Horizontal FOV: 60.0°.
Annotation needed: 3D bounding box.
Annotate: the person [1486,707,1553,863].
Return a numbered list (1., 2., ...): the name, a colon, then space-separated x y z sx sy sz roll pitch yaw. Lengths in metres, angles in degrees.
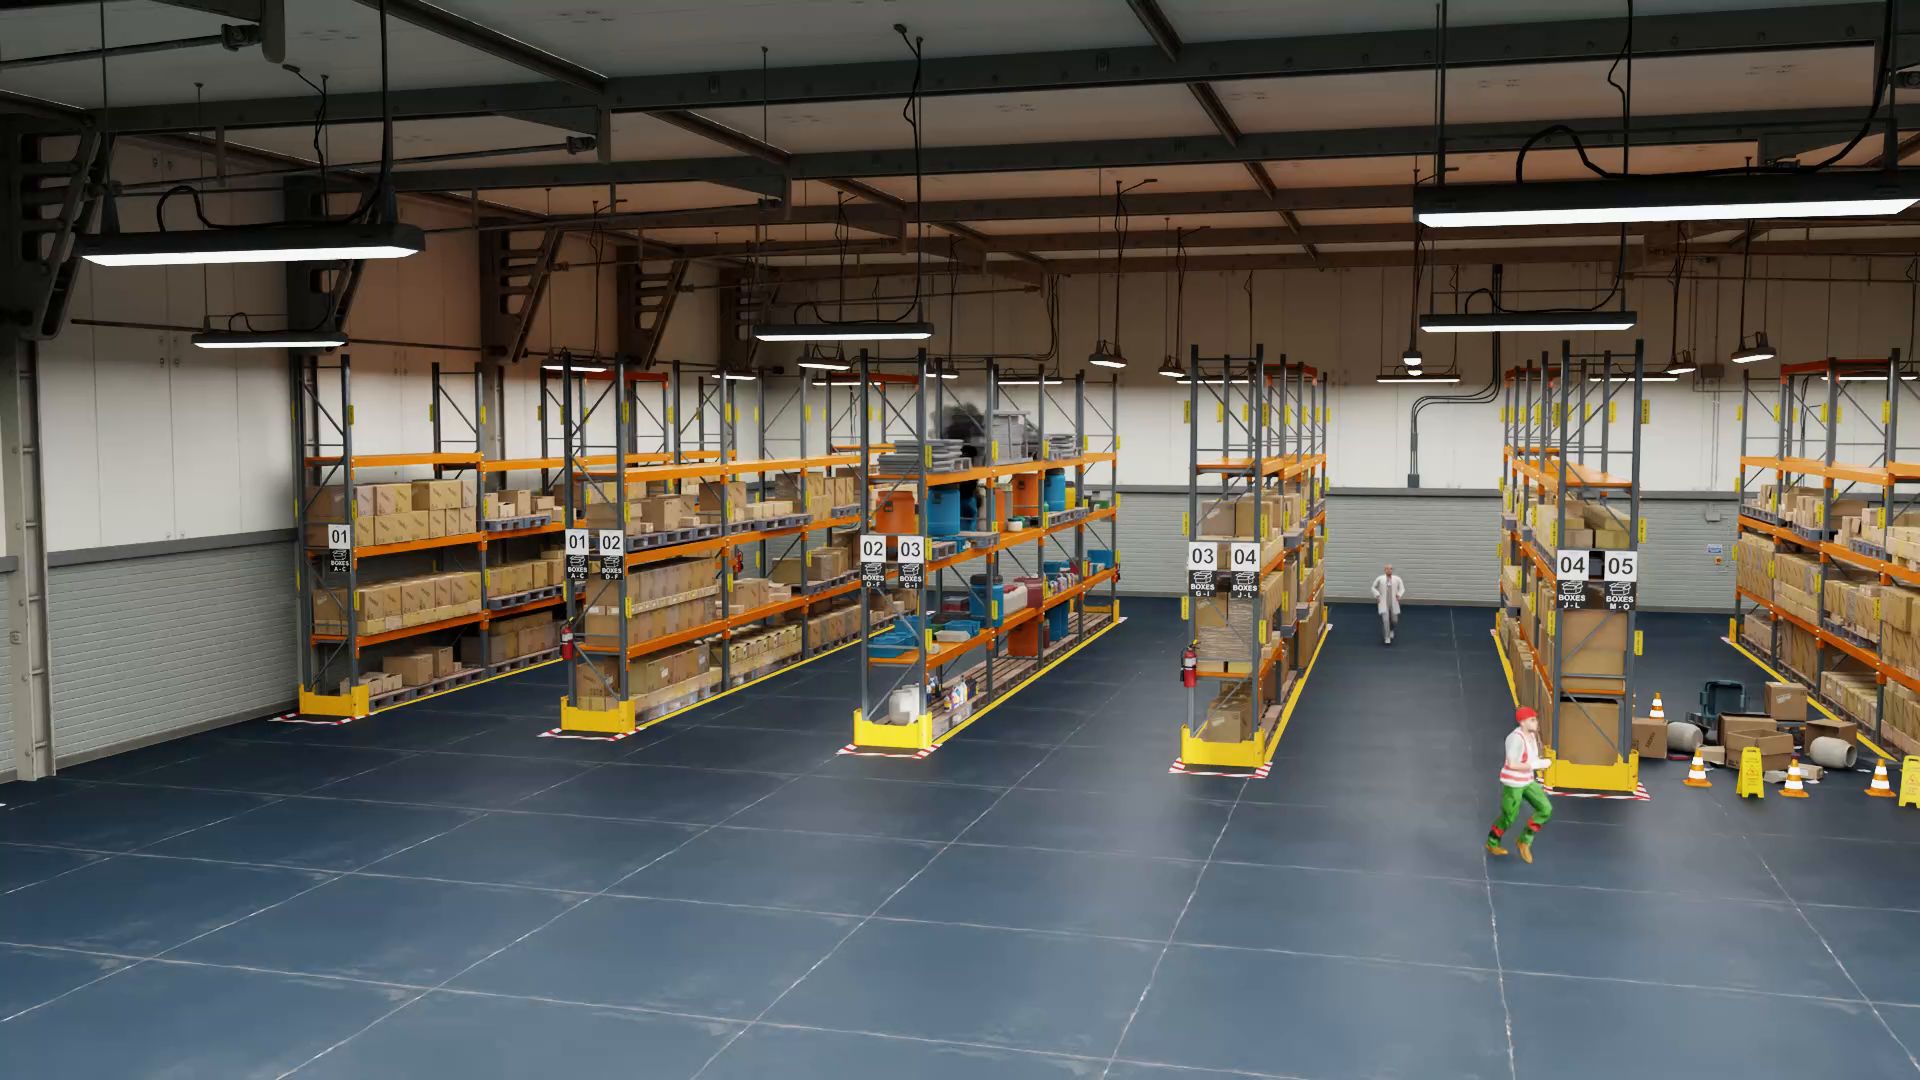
1. person: 6.249 2.717 18.543 0.695 1.760 0.818 -4 6 -42

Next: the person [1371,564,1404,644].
1. person: 9.402 1.396 36.551 0.712 1.729 0.746 1 4 8
